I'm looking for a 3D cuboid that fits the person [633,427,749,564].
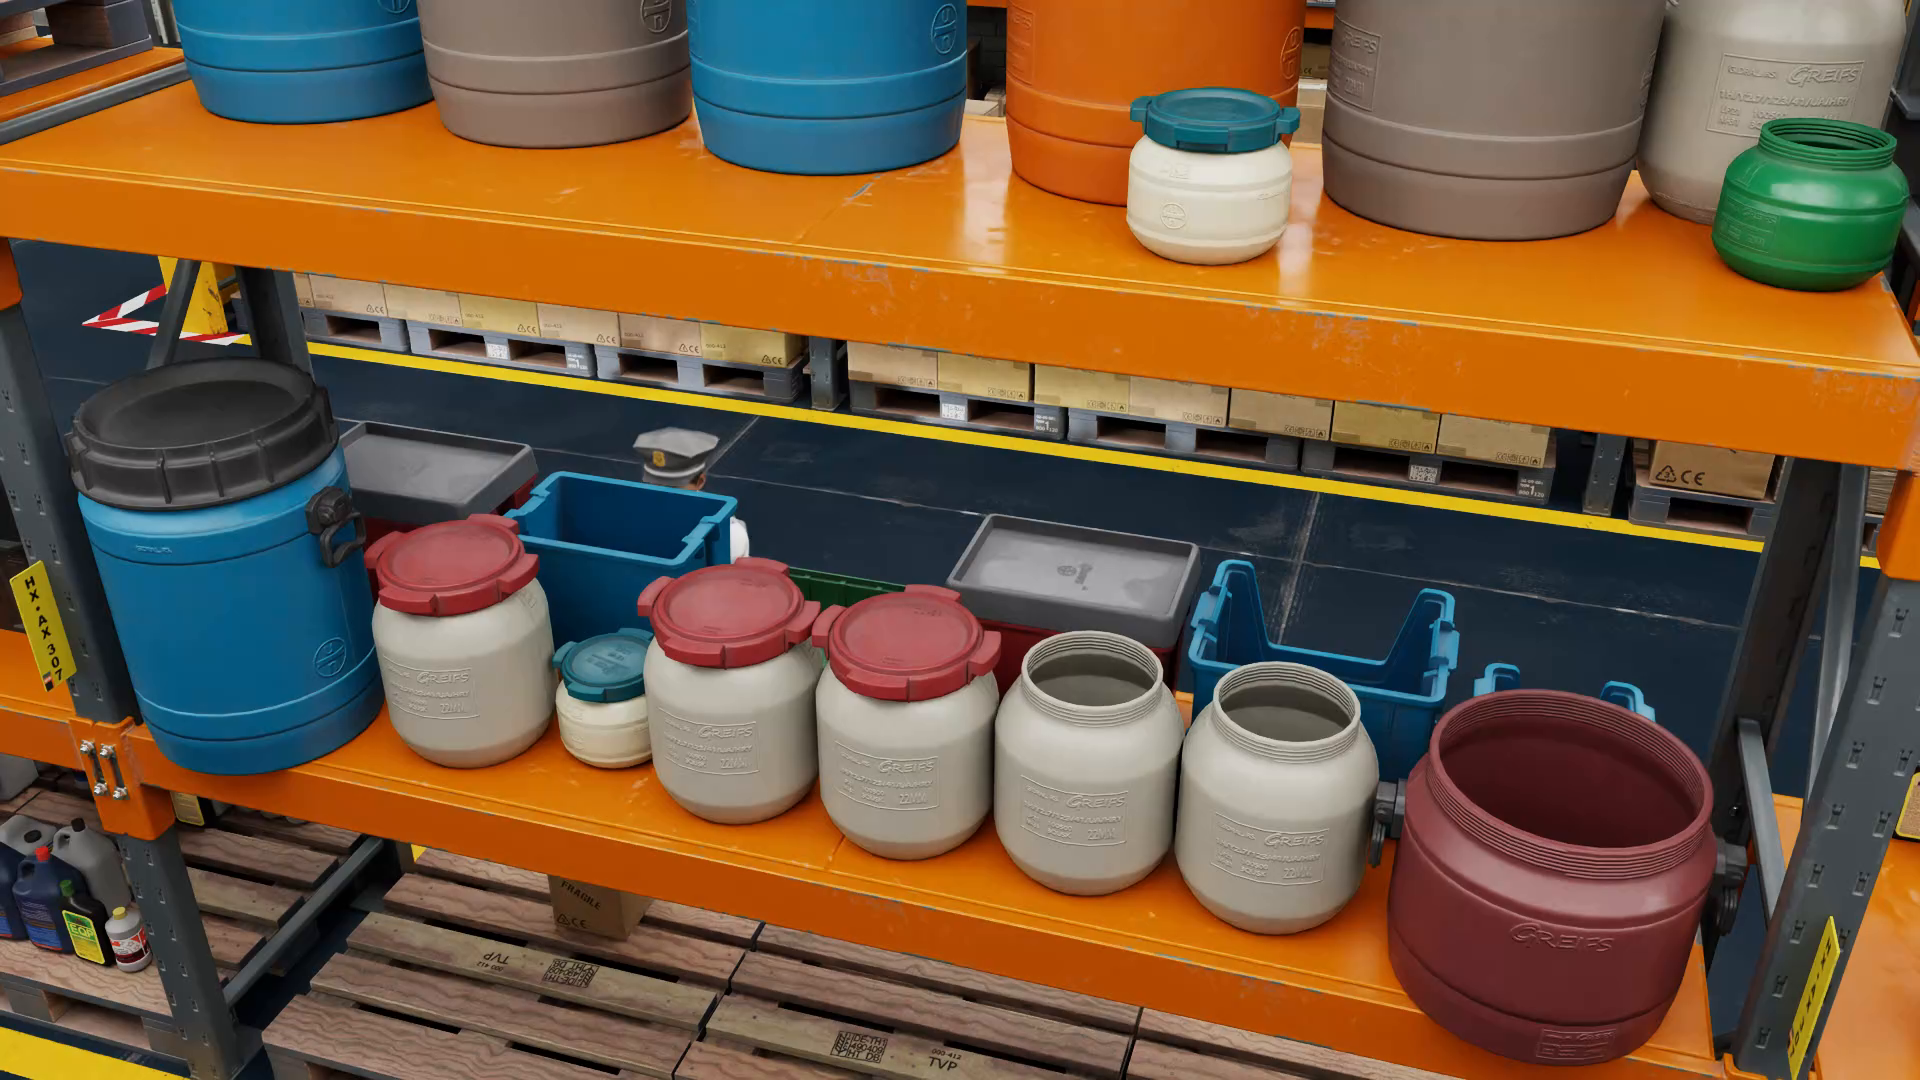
[{"bbox_3d":[-0.874,0.418,5.394,0.468,1.674,0.328,14,32,24],"label":"person"}]
